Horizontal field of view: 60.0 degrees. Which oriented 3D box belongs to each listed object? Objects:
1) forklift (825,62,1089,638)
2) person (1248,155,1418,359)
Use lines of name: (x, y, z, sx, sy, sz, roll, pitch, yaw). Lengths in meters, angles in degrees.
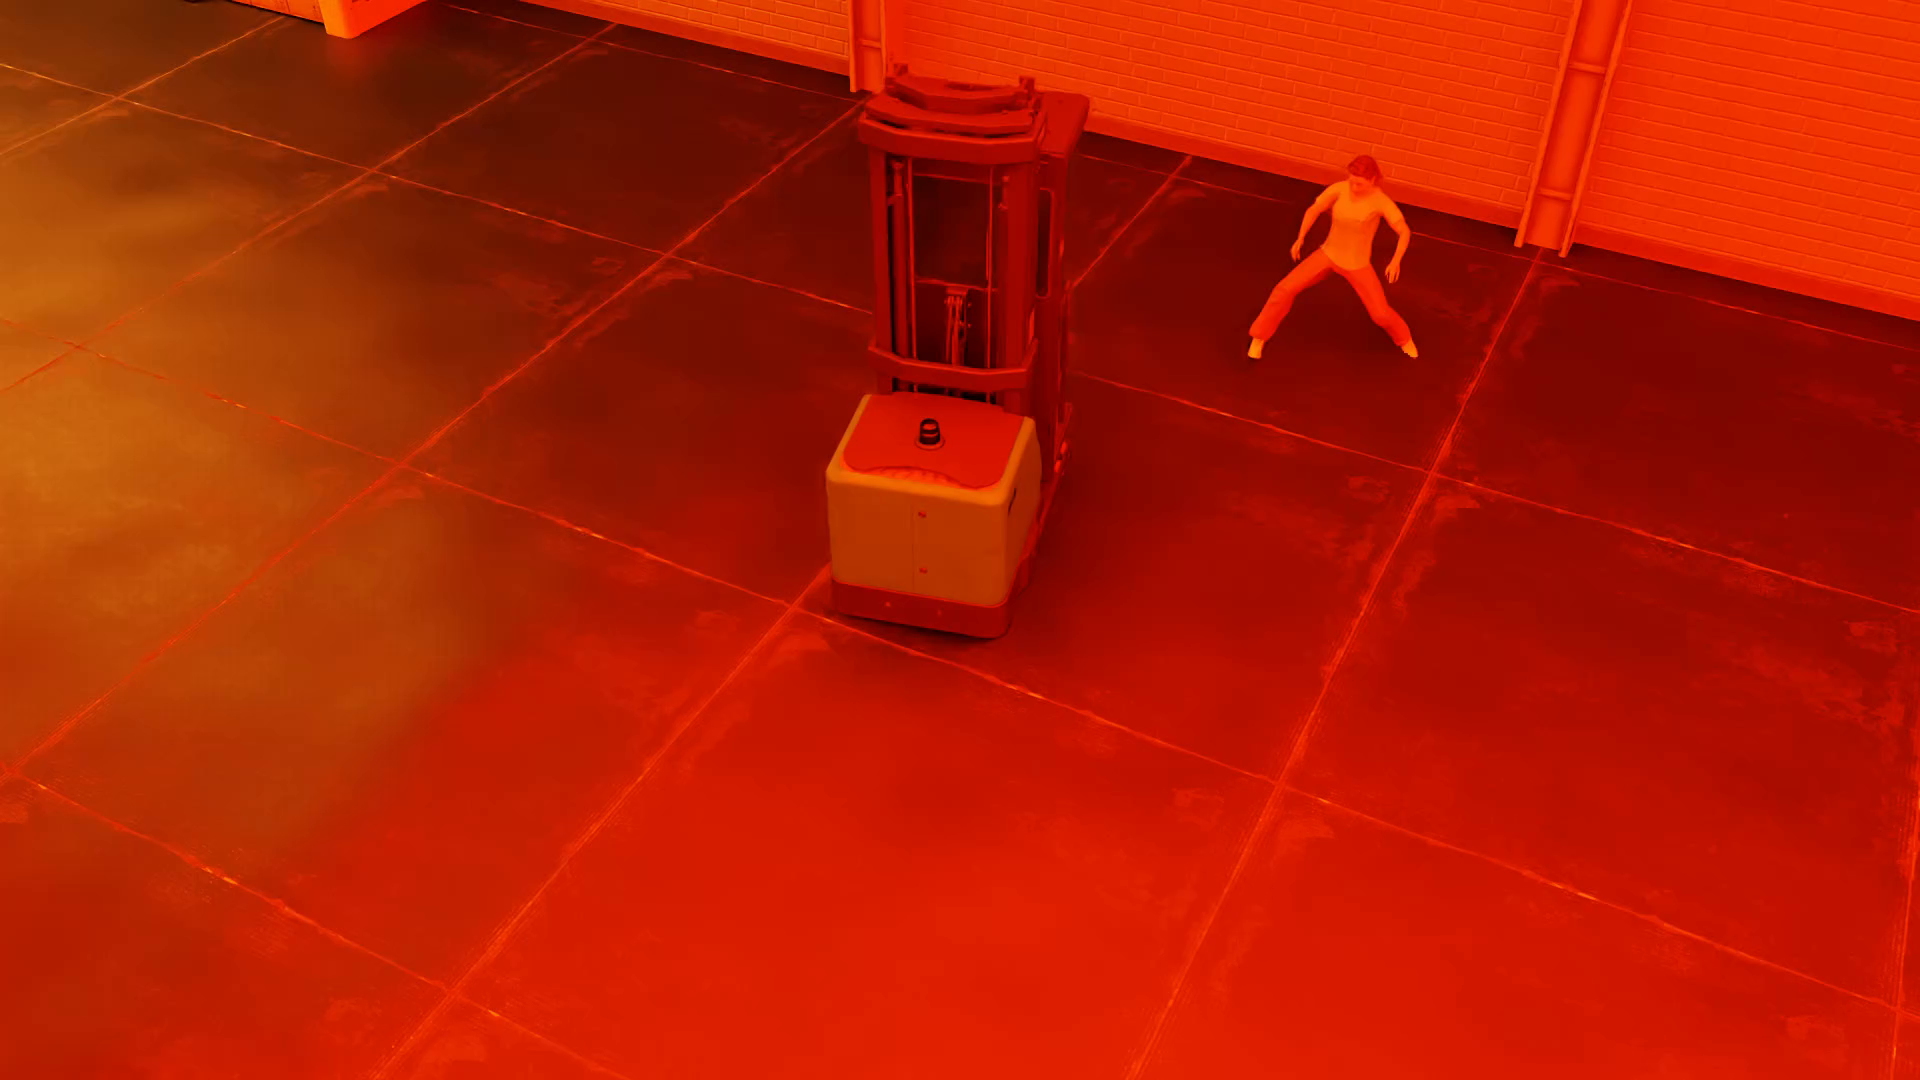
forklift: (0.099, -1.518, 9.789, 1.130, 2.935, 3.031, 9, 41, 11)
person: (2.649, -1.896, 11.379, 1.027, 1.518, 0.953, 26, 46, 27)
